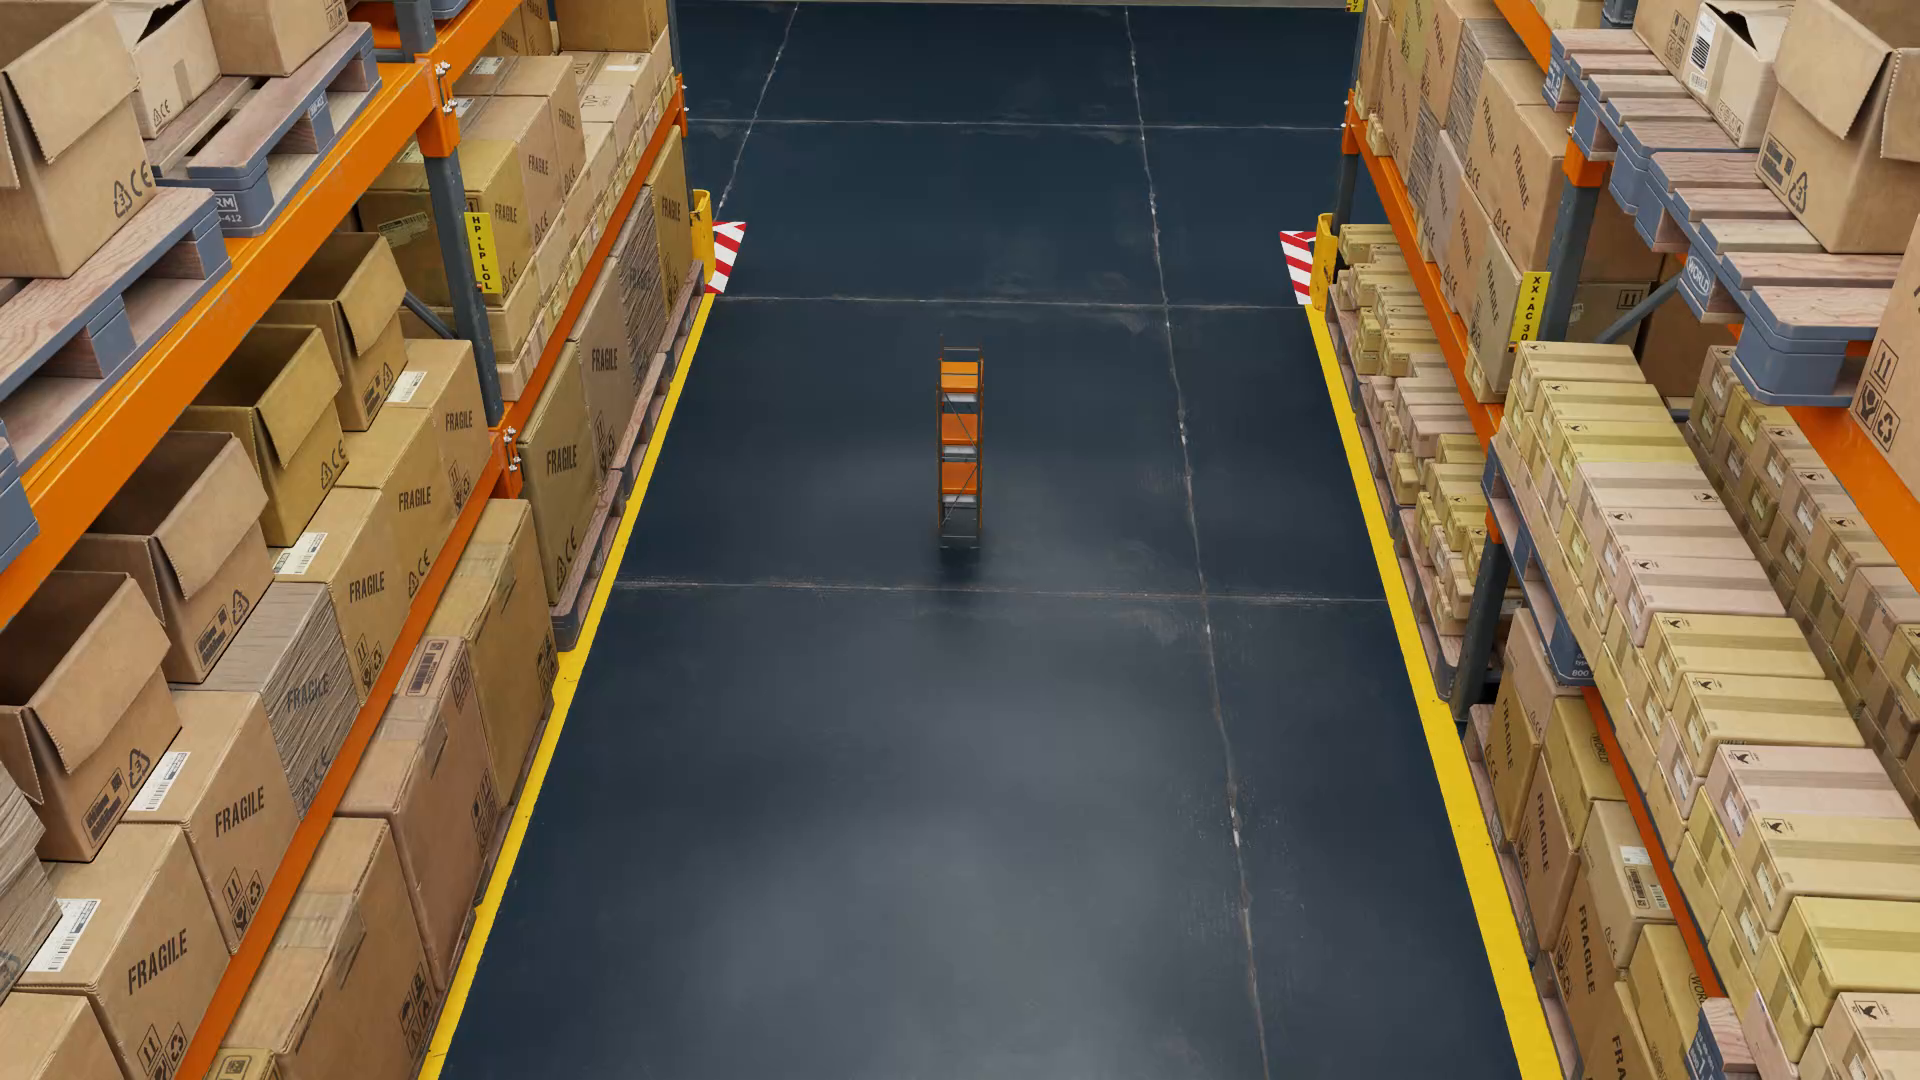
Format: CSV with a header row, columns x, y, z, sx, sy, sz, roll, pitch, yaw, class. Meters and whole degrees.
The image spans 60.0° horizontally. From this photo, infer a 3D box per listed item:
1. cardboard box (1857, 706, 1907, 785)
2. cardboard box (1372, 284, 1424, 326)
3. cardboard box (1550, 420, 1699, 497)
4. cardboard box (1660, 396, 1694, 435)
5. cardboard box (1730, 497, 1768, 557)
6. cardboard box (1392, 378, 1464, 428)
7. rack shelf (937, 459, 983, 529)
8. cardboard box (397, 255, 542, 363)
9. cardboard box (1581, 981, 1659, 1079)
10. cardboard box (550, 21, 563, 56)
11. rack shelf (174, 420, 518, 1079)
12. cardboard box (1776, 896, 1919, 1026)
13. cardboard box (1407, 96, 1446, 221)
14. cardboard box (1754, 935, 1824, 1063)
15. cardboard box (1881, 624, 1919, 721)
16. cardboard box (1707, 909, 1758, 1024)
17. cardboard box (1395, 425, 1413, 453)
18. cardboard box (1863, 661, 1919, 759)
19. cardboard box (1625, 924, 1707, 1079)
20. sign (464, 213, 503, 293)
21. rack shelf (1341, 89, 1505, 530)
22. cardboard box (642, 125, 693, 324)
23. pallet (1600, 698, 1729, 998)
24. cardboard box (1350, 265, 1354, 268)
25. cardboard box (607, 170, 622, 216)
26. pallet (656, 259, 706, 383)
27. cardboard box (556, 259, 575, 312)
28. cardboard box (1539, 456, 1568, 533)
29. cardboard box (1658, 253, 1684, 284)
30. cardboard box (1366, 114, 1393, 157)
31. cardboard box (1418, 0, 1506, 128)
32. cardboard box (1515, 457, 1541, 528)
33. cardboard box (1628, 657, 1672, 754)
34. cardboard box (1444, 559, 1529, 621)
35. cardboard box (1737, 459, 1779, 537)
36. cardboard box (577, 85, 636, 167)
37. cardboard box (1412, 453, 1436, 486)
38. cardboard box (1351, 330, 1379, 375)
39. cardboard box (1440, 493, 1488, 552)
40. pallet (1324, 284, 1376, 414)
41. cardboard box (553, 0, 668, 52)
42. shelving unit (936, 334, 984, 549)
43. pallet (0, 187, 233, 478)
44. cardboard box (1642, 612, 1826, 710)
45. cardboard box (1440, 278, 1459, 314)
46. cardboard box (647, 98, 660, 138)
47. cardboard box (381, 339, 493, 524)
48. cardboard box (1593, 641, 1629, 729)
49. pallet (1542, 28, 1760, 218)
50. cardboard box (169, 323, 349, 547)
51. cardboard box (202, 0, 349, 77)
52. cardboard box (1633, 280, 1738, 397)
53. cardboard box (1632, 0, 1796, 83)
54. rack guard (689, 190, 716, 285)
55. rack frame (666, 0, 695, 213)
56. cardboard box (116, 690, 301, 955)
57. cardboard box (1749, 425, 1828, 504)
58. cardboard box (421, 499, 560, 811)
x,y,z,sx,sy,sz,roll,pitch,yaw,class
2.744,0.599,4.642,0.380,0.149,0.250,0,35,0,cardboard box
2.465,-1.273,9.049,0.380,0.149,0.250,0,35,0,cardboard box
2.128,-0.256,5.341,0.380,0.149,0.250,2,35,2,cardboard box
2.960,-0.519,6.598,0.380,0.149,0.250,3,35,4,cardboard box
2.782,-0.010,5.509,0.380,0.149,0.250,1,35,2,cardboard box
2.355,-0.677,8.201,0.380,0.149,0.250,0,35,0,cardboard box
0.002,-0.224,8.158,0.215,0.259,0.240,1,35,2,rack shelf
-2.050,-0.963,6.884,0.500,0.250,0.500,1,35,1,cardboard box
2.256,1.696,5.037,0.500,0.500,0.500,0,35,0,cardboard box
-2.459,-2.728,9.395,0.500,0.250,0.500,0,35,1,cardboard box
-2.411,0.804,5.122,1.077,0.370,4.000,1,35,2,rack shelf
2.045,0.932,3.651,0.380,0.149,0.250,2,35,3,cardboard box
2.445,-1.793,7.847,0.500,0.500,0.500,0,35,1,cardboard box
2.043,1.042,3.753,0.380,0.149,0.250,2,35,3,cardboard box
2.738,0.360,4.465,0.380,0.149,0.250,1,35,1,cardboard box
2.057,1.035,4.022,0.380,0.149,0.250,1,35,1,cardboard box
2.416,-0.448,8.393,0.380,0.149,0.250,2,35,3,cardboard box
2.738,0.473,4.563,0.380,0.149,0.250,3,35,4,cardboard box
2.272,1.395,4.813,0.500,0.250,0.500,2,35,3,cardboard box
-1.788,-1.073,6.231,0.100,0.325,0.005,1,35,2,sign
2.702,-1.321,8.147,1.077,0.370,4.000,1,35,2,rack shelf
-2.115,-1.870,9.785,0.875,0.875,0.875,1,35,2,cardboard box
2.499,0.772,4.710,1.003,0.211,1.213,1,35,2,pallet
2.505,-1.597,9.769,0.380,0.149,0.250,3,35,4,cardboard box
-1.917,-1.744,8.341,0.380,0.149,0.250,2,35,3,cardboard box
-2.124,-1.335,9.966,1.003,0.211,1.213,1,35,2,pallet
-1.957,-1.152,7.499,0.380,0.149,0.250,0,35,1,cardboard box
2.128,-0.144,5.441,0.380,0.149,0.250,2,35,3,cardboard box
2.883,-1.292,6.264,0.500,0.500,0.500,2,35,3,cardboard box
2.409,-2.183,8.966,0.380,0.149,0.250,0,35,1,cardboard box
2.425,-2.203,7.561,0.500,0.500,0.500,0,35,0,cardboard box
2.141,-0.160,5.723,0.380,0.149,0.250,2,35,3,cardboard box
2.085,0.457,4.585,0.380,0.149,0.250,1,35,1,cardboard box
2.317,0.218,7.186,0.380,0.149,0.250,2,35,3,cardboard box
2.781,-0.130,5.421,0.380,0.149,0.250,3,35,4,cardboard box
-1.965,-2.129,8.543,0.500,0.250,0.500,0,35,0,cardboard box
2.407,-0.381,8.038,0.380,0.149,0.250,2,35,3,cardboard box
2.390,-1.037,9.231,0.380,0.149,0.250,2,35,2,cardboard box
2.346,-0.073,7.342,0.380,0.149,0.250,2,35,2,cardboard box
2.711,-1.114,9.652,1.003,0.211,1.213,1,35,2,pallet
-1.927,-3.018,9.156,0.500,0.500,0.500,2,35,2,cardboard box
0.002,-0.460,7.992,0.215,1.050,0.252,1,35,2,shelving unit
-2.476,-0.505,3.915,1.003,0.211,1.213,3,35,4,pallet
2.088,0.335,4.501,0.380,0.149,0.250,2,35,3,cardboard box
2.387,-1.140,7.482,0.380,0.149,0.250,0,35,0,cardboard box
-1.875,-2.328,9.172,0.380,0.149,0.250,1,35,2,cardboard box
-2.076,-0.405,6.131,0.500,0.500,0.500,1,35,2,cardboard box
2.099,0.431,4.882,0.380,0.149,0.250,1,35,1,cardboard box
2.490,-1.265,4.995,1.213,0.211,1.003,1,35,2,pallet
-2.387,-0.329,5.150,0.797,0.503,0.637,2,35,2,cardboard box
-2.344,-1.746,5.064,0.700,0.500,0.500,2,35,3,cardboard box
2.893,-0.908,6.587,0.500,0.500,0.500,1,35,1,cardboard box
2.496,-1.691,4.987,0.700,0.500,0.500,1,35,2,cardboard box
-2.169,-1.928,10.559,1.175,0.500,0.348,1,35,2,rack guard
-2.170,-2.937,9.821,1.000,3.000,0.127,1,35,2,rack frame
-2.164,0.754,4.481,0.500,0.500,0.500,1,35,1,cardboard box
2.778,-0.241,5.320,0.380,0.149,0.250,0,35,0,cardboard box
-2.336,0.427,6.517,1.225,0.875,0.875,1,35,2,cardboard box
